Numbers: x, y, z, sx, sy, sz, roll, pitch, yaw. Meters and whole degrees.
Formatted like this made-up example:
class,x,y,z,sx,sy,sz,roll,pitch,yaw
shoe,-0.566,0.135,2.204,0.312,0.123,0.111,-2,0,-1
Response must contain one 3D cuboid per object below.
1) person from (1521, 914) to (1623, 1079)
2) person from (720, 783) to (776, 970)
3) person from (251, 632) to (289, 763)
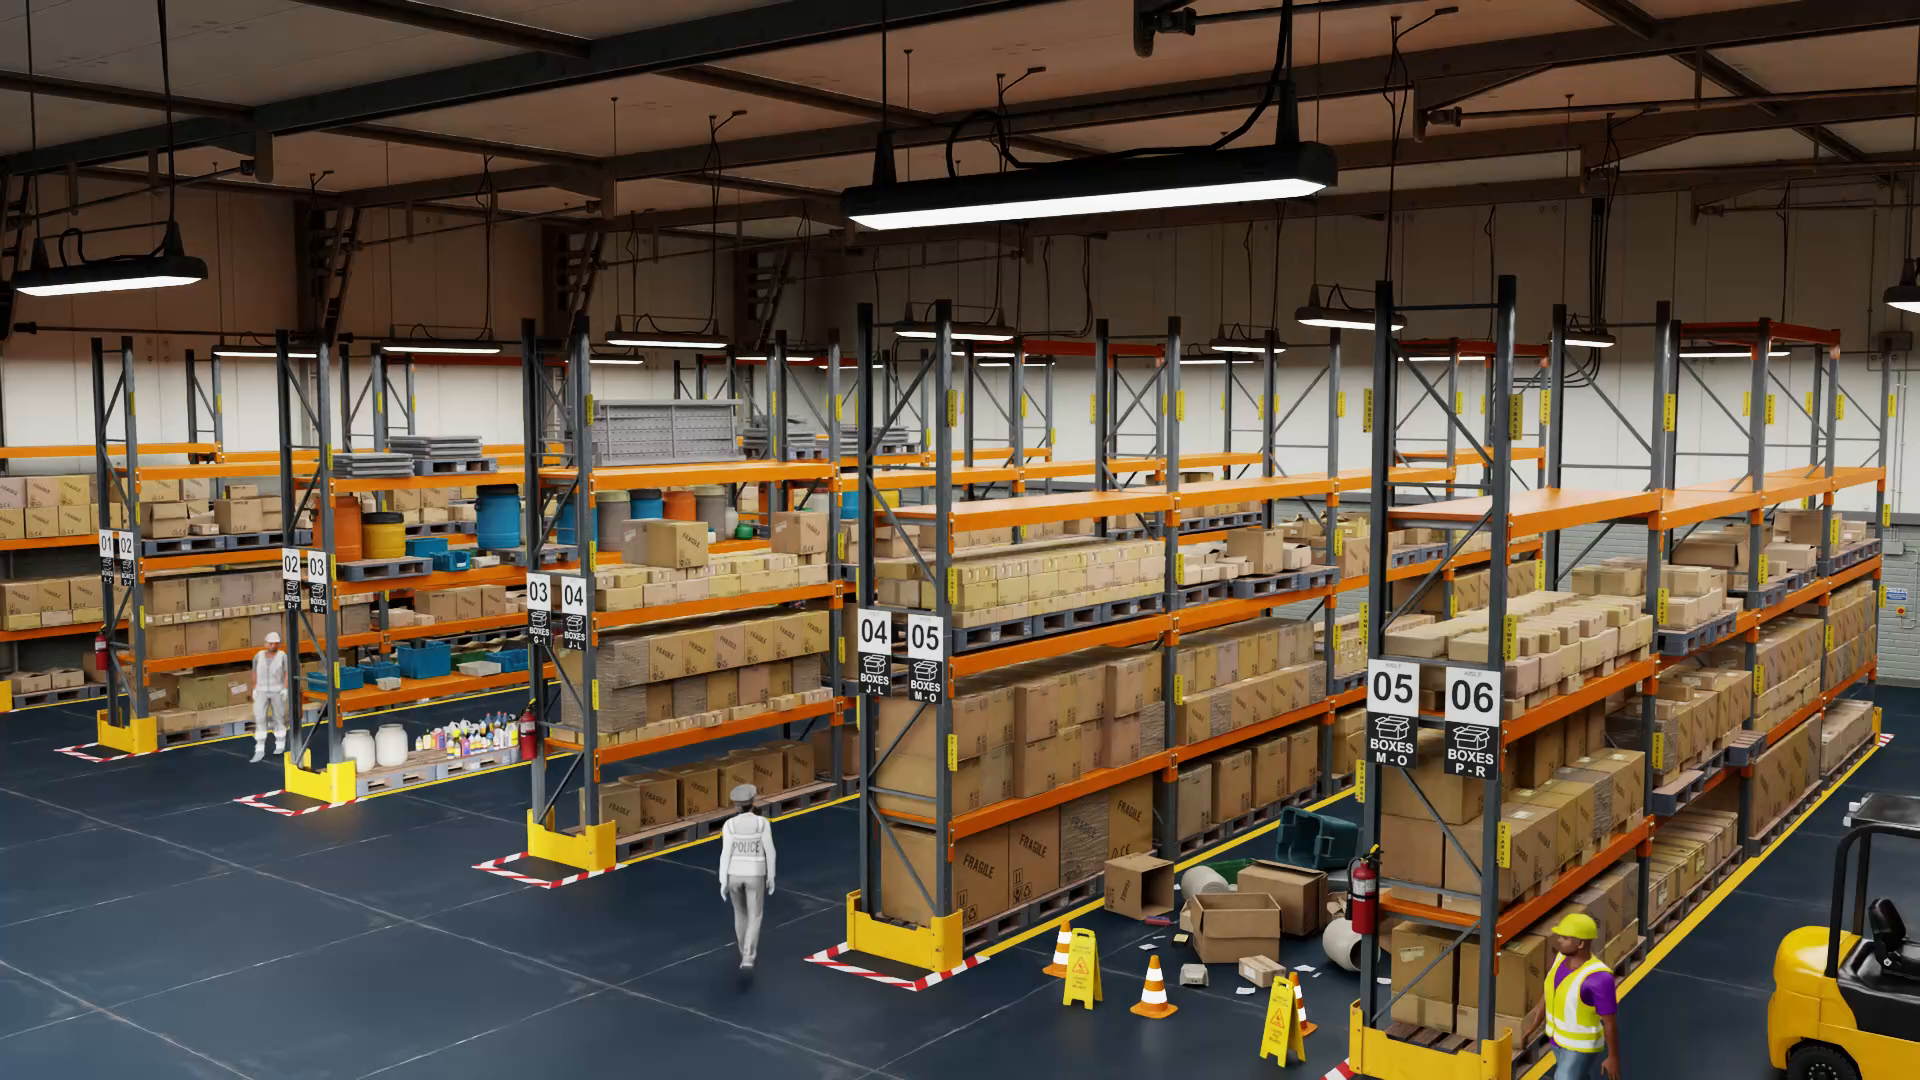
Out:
class,x,y,z,sx,sy,sz,roll,pitch,yaw
person,3.974,3.328,11.062,1.051,1.708,0.602,-1,5,-8
person,-1.907,3.039,14.969,0.496,1.645,0.935,0,5,1
person,-9.842,2.221,23.710,0.558,1.791,0.753,-1,5,-13
